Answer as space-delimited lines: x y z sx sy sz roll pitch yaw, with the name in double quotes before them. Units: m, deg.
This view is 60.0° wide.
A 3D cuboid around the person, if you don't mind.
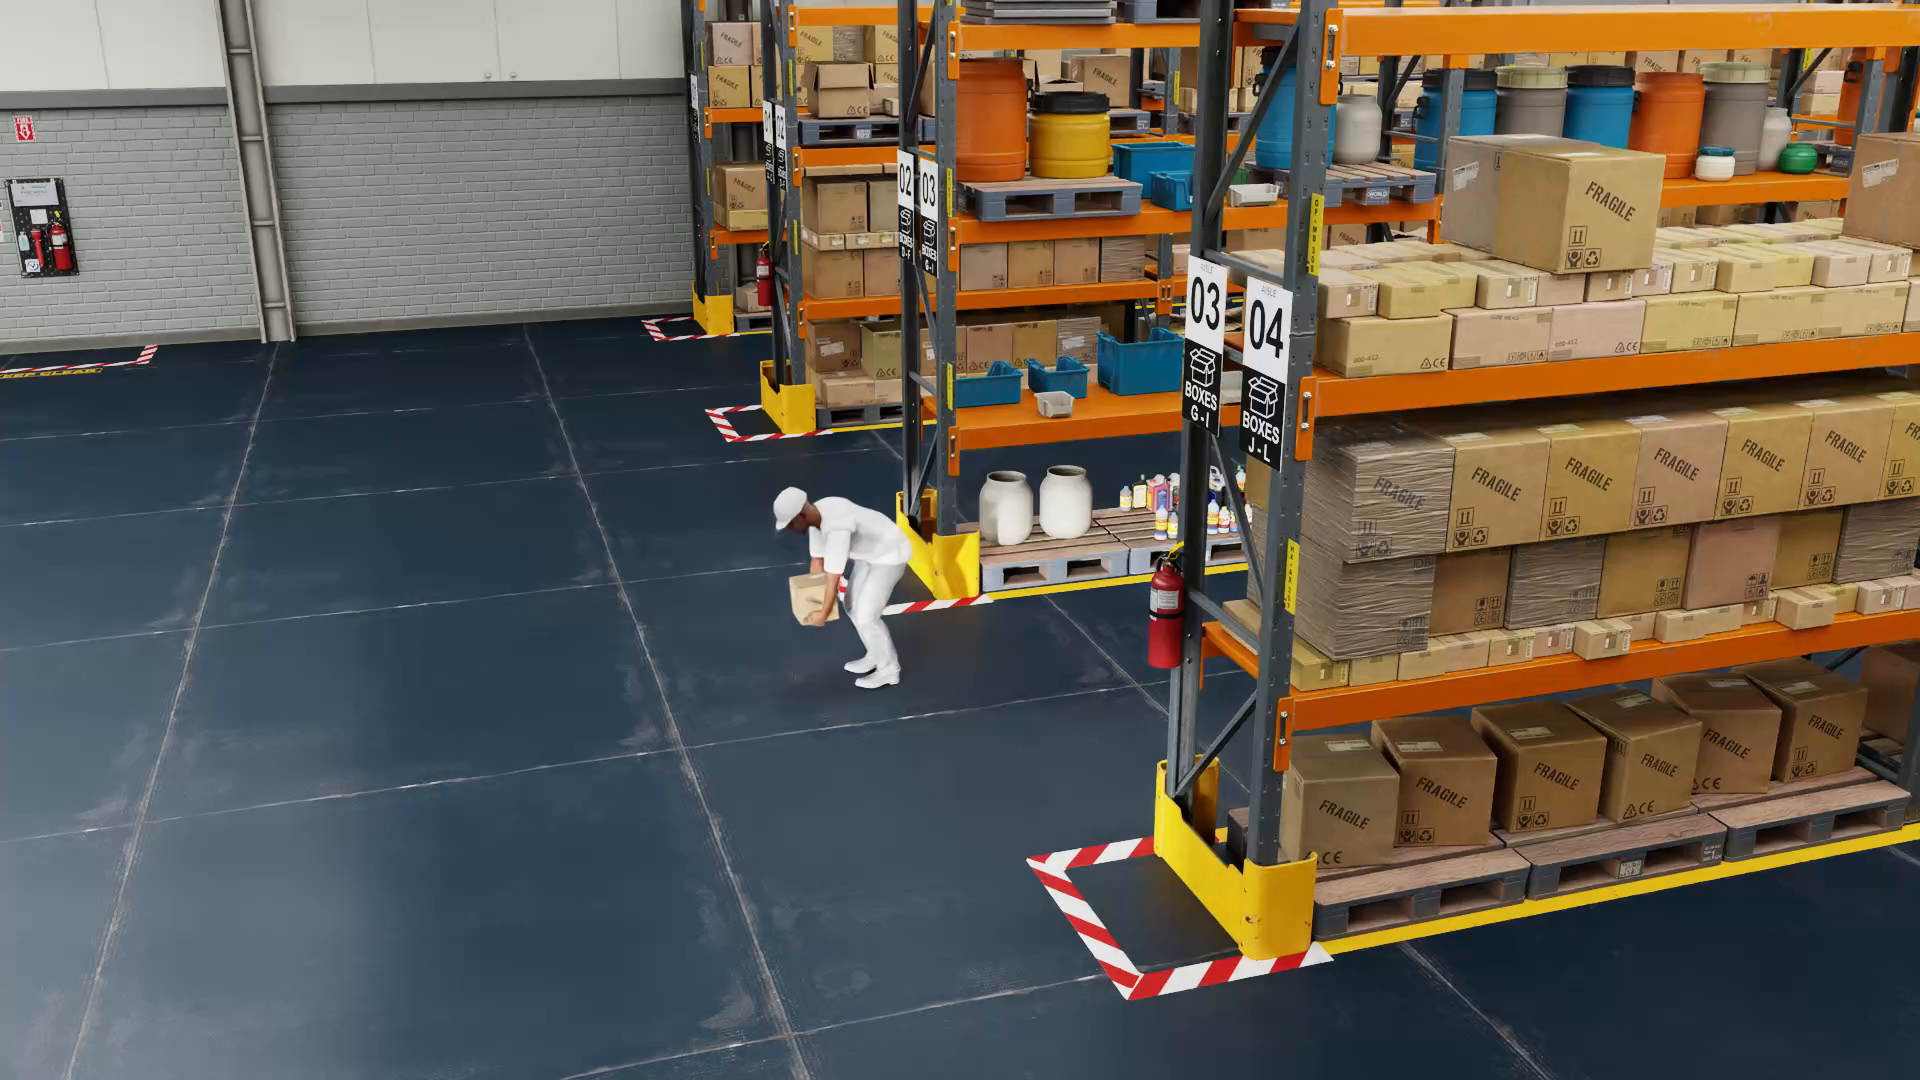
"person" -0.751 0.287 10.795 0.898 1.374 0.490 -7 20 -19
